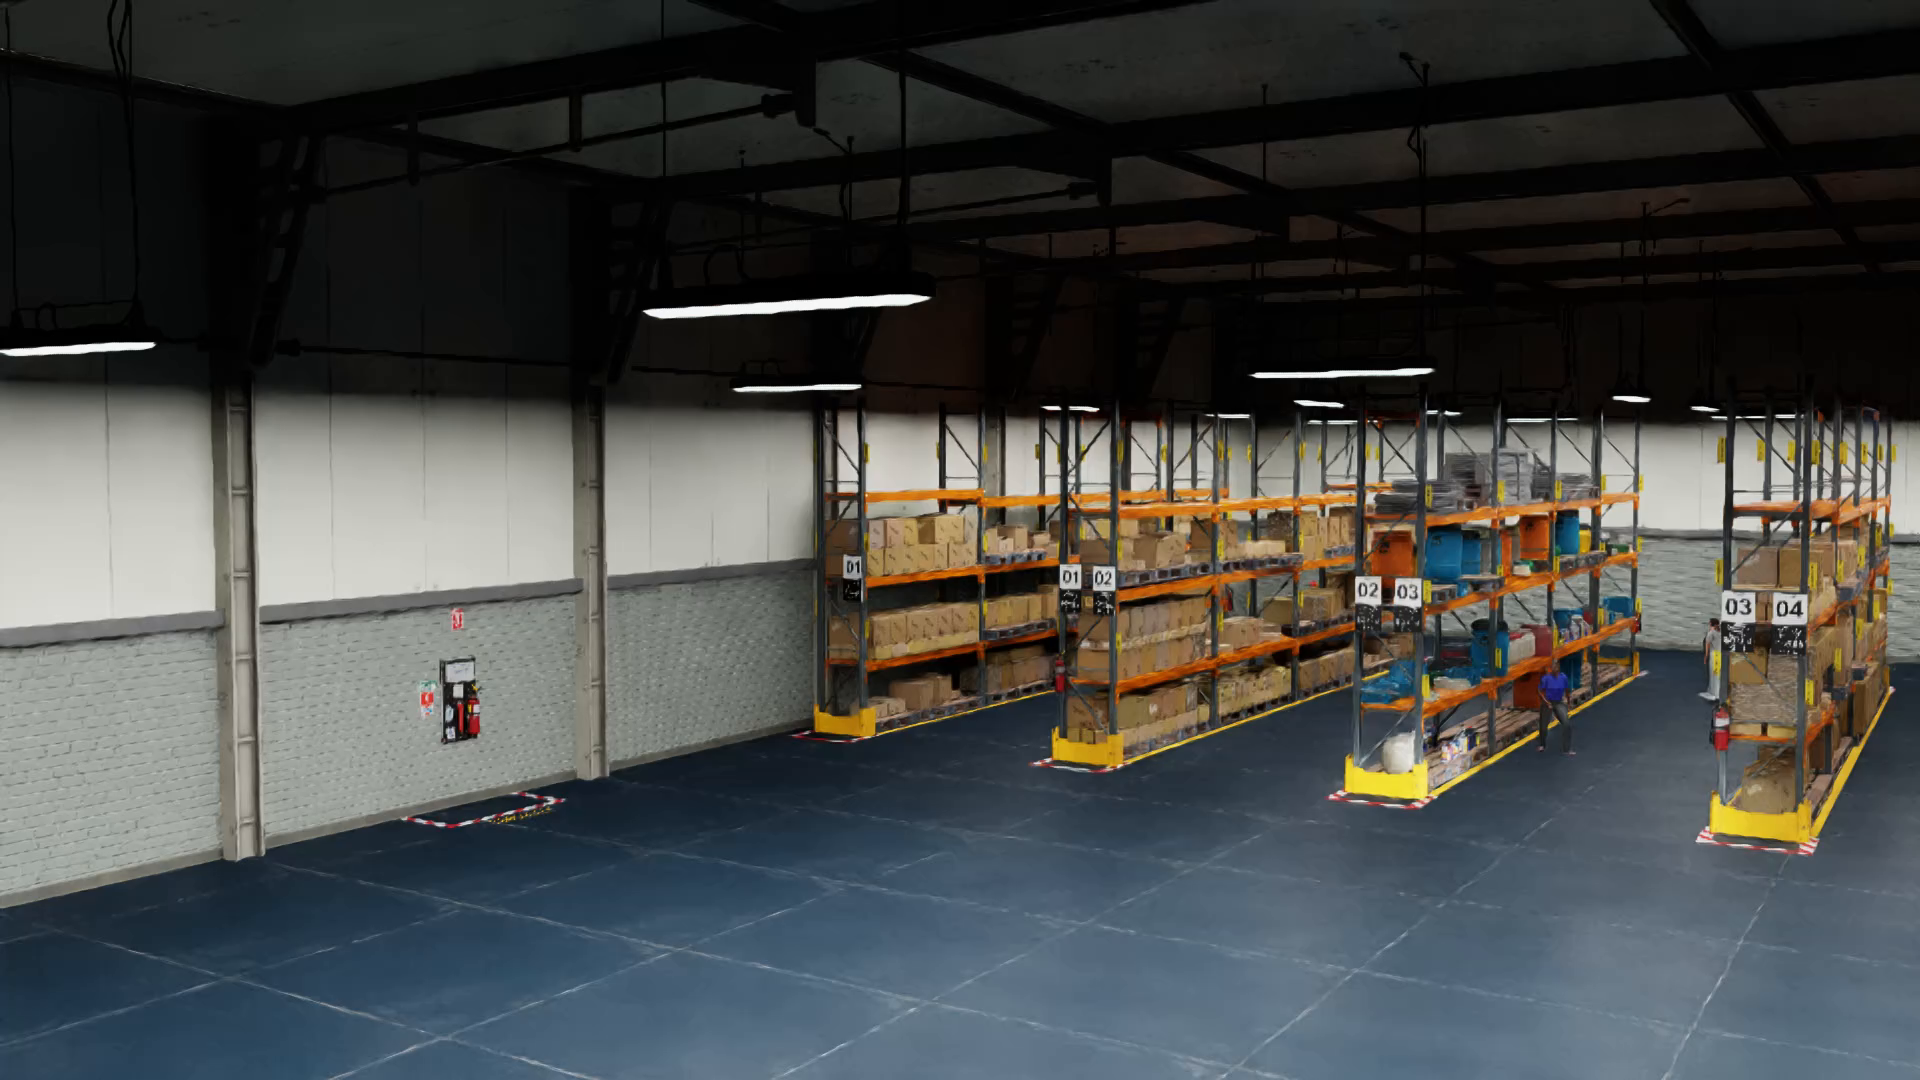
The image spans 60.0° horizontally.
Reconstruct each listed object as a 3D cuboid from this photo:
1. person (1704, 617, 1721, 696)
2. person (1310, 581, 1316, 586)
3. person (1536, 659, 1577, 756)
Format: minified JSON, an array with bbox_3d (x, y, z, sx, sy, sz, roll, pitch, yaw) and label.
[{"bbox_3d":[15.338,2.351,33.732,0.542,1.603,0.450,-2,4,-38],"label":"person"},{"bbox_3d":[9.085,1.878,42.579,0.639,1.685,0.552,2,3,31],"label":"person"},{"bbox_3d":[9.855,2.784,27.556,0.602,1.537,0.745,0,3,9],"label":"person"}]
